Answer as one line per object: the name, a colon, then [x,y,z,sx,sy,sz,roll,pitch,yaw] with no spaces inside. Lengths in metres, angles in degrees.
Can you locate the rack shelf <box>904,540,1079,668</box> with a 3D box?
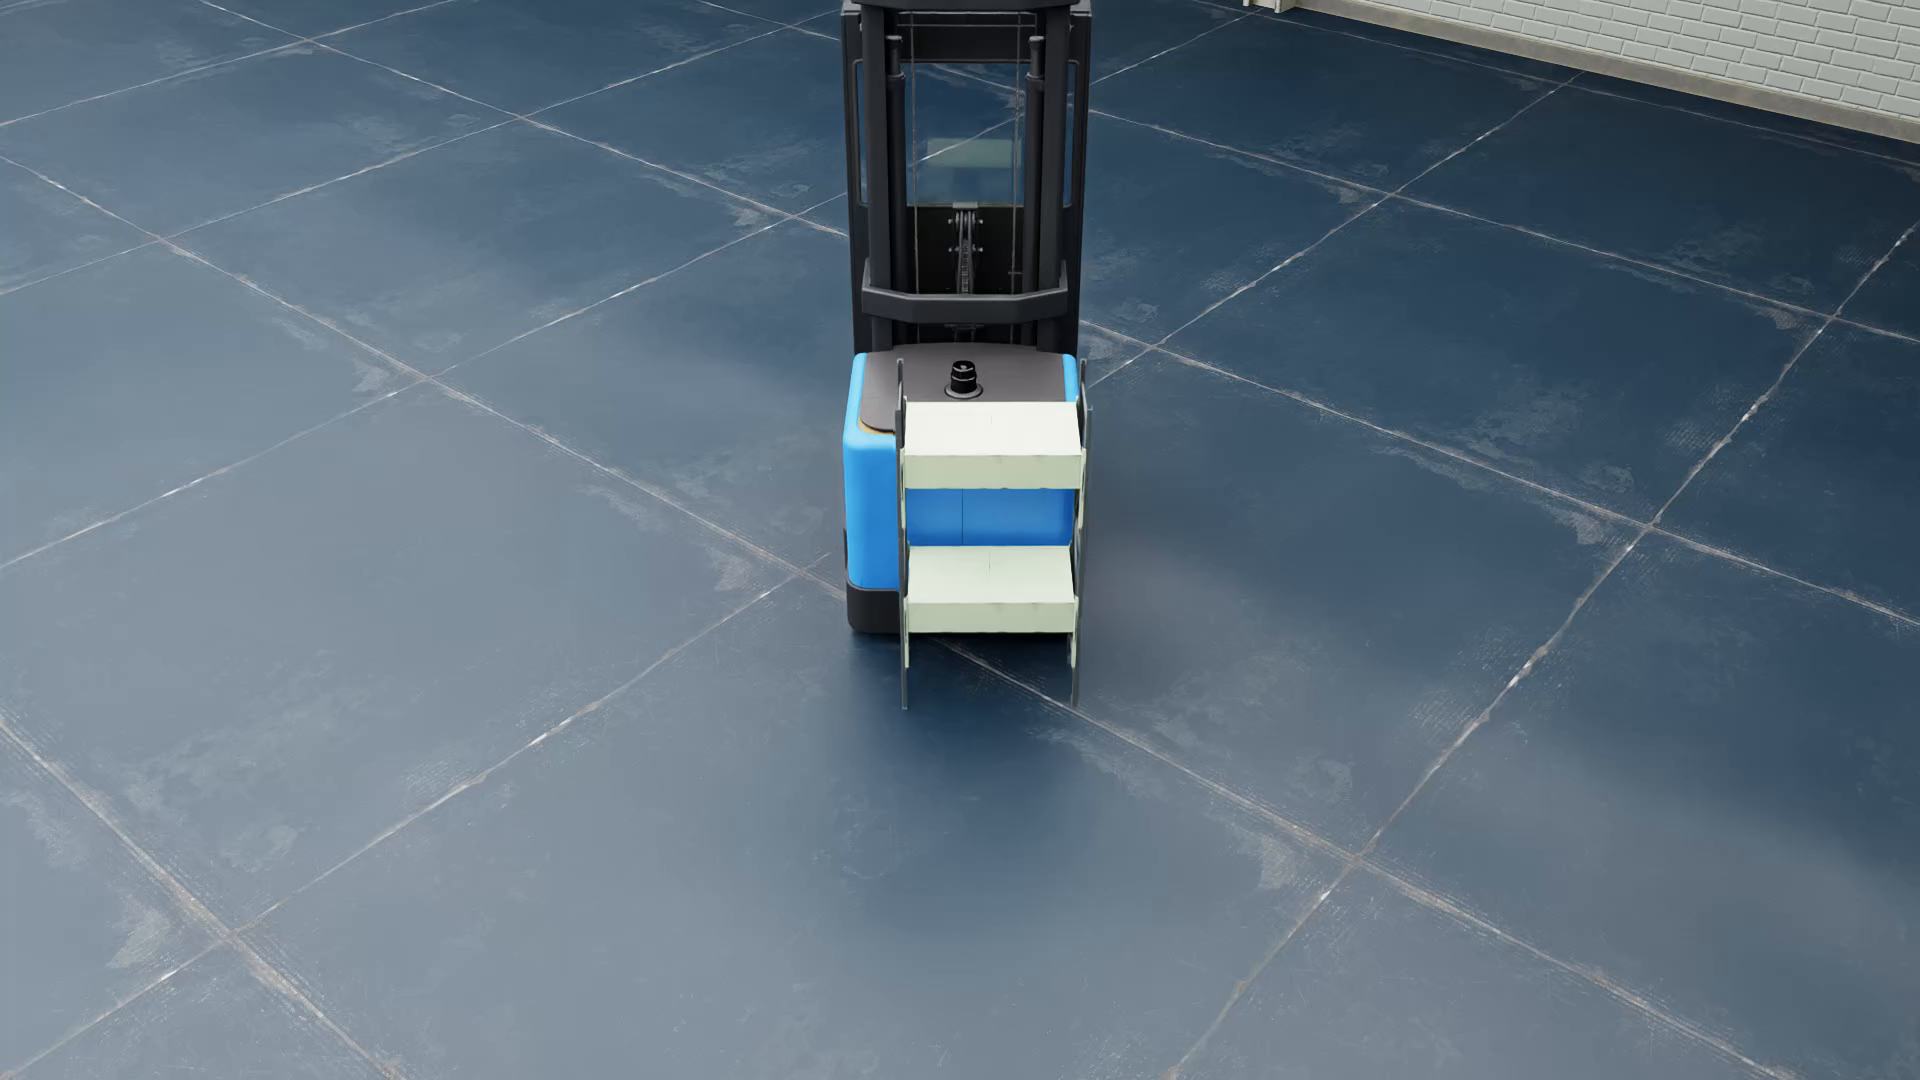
rack shelf: [0.128,0.272,7.101,0.720,0.370,0.431,0,35,0]

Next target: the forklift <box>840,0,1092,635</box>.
forklift: [0.030,-1.582,7.965,1.130,2.935,3.031,0,34,1]

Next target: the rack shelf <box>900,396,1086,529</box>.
rack shelf: [0.128,-0.314,6.690,0.720,0.370,0.431,0,35,0]

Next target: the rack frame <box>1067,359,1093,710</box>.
rack frame: [0.494,0.005,6.914,0.023,1.500,0.400,0,35,0]

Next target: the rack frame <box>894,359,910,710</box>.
rack frame: [-0.238,0.006,6.913,0.023,1.500,0.400,0,35,0]

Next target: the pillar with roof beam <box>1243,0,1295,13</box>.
pillar with roof beam: [0.135,-6.826,10.241,0.400,9.000,9.100,25,42,32]

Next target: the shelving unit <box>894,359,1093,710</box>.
shelving unit: [0.128,0.005,6.914,0.755,1.500,0.431,0,35,0]
